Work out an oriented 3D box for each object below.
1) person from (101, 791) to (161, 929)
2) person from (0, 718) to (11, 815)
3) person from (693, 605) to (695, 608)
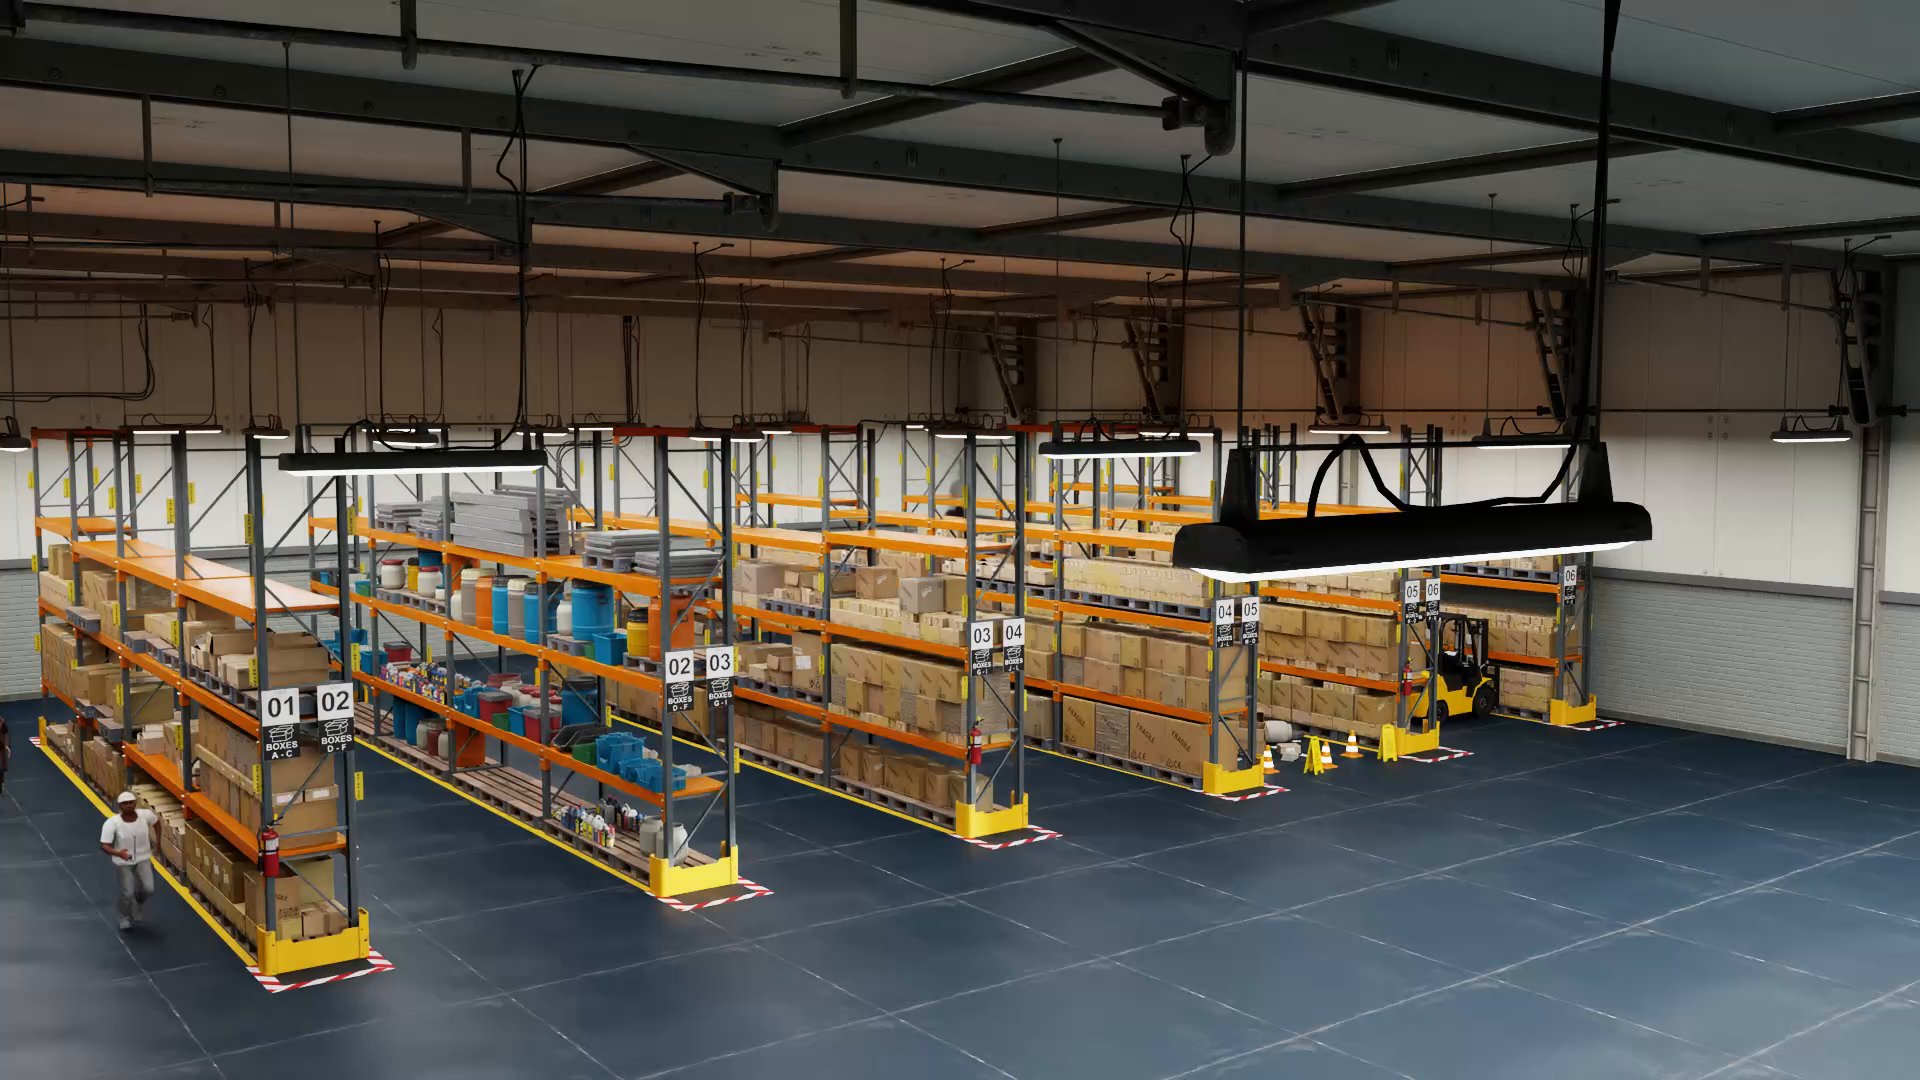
[{"bbox_3d":[-9.996,3.880,20.128,0.723,1.716,0.751,-4,6,-39],"label":"person"},{"bbox_3d":[-15.217,3.409,26.037,0.835,1.745,0.712,4,6,41],"label":"person"},{"bbox_3d":[-6.466,2.387,39.989,0.656,1.693,0.704,0,4,0],"label":"person"}]
